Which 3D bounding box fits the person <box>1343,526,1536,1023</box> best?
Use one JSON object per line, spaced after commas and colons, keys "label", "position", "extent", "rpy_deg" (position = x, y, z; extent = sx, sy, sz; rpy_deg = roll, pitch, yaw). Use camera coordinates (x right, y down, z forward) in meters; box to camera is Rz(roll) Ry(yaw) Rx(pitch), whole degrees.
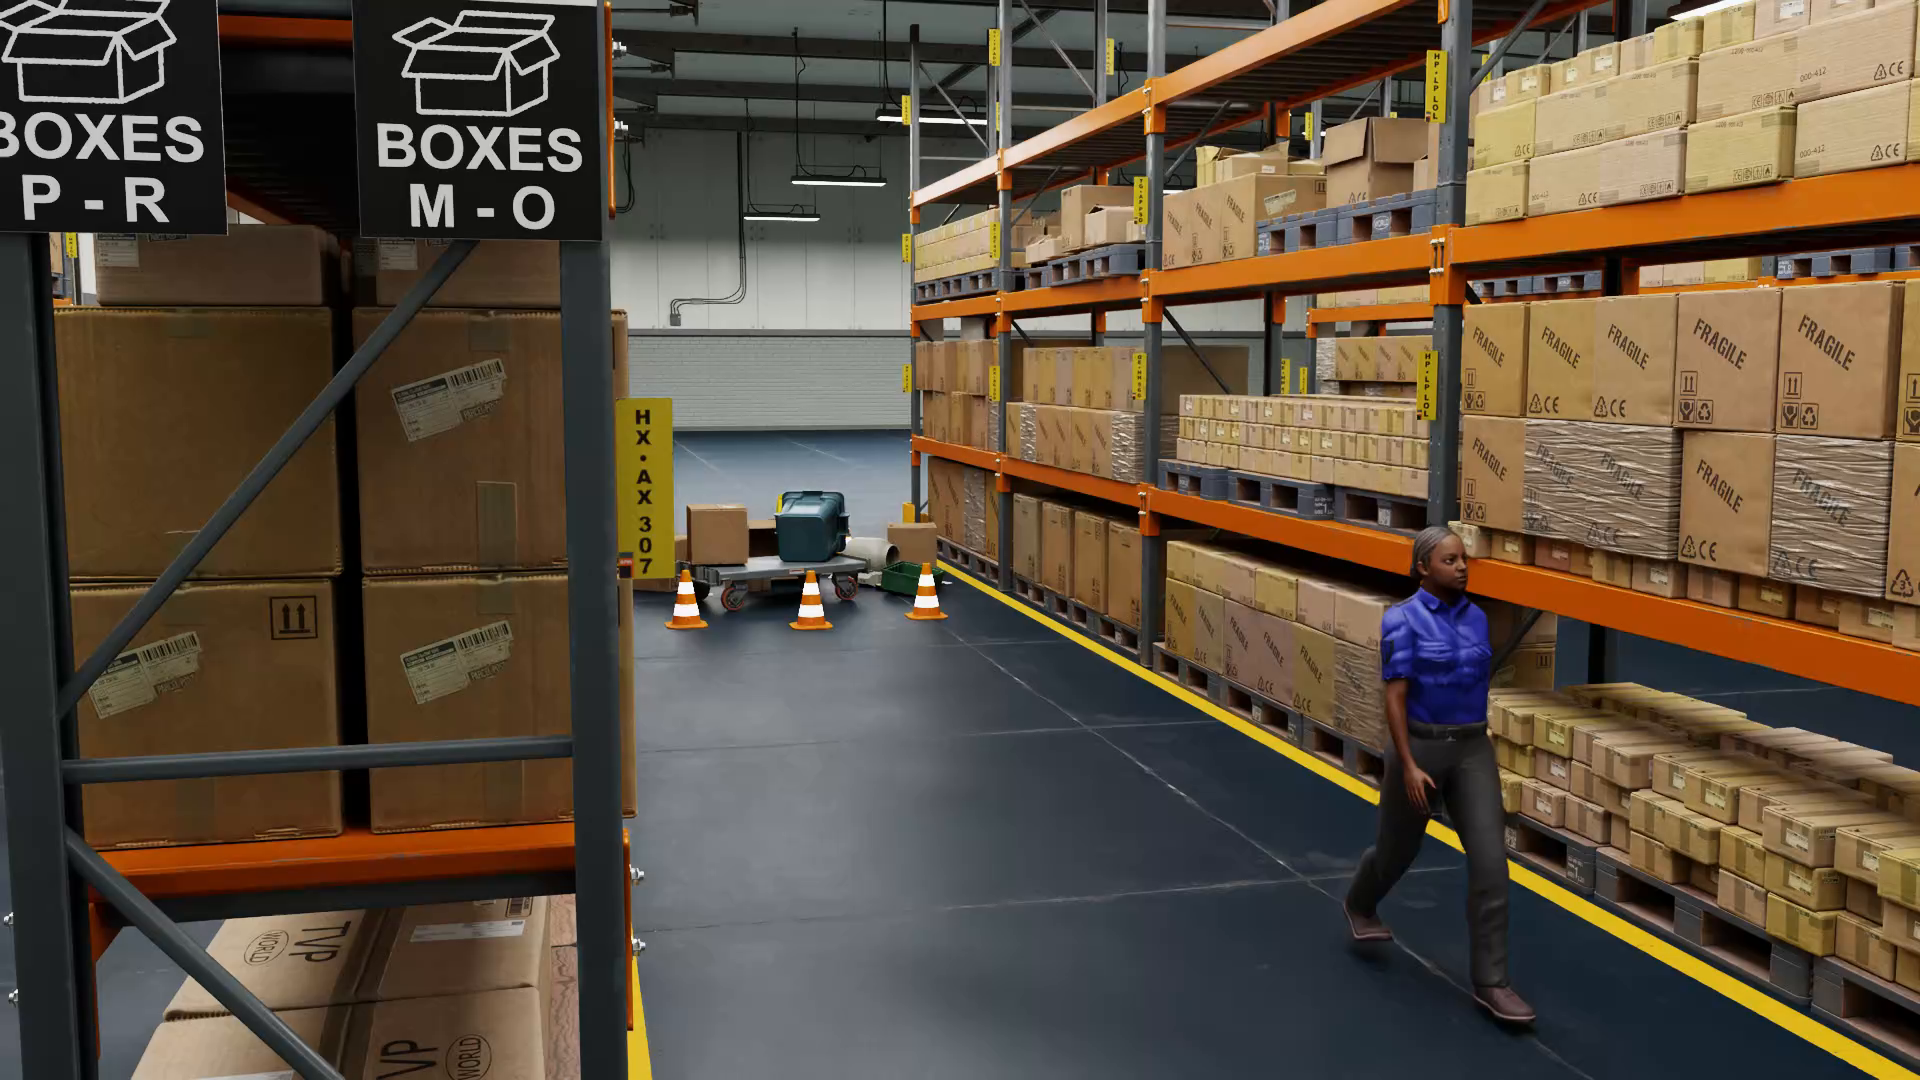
{"label": "person", "position": [1.651, 0.755, 5.776], "extent": [0.438, 1.606, 0.960], "rpy_deg": [-1, 6, -13]}
